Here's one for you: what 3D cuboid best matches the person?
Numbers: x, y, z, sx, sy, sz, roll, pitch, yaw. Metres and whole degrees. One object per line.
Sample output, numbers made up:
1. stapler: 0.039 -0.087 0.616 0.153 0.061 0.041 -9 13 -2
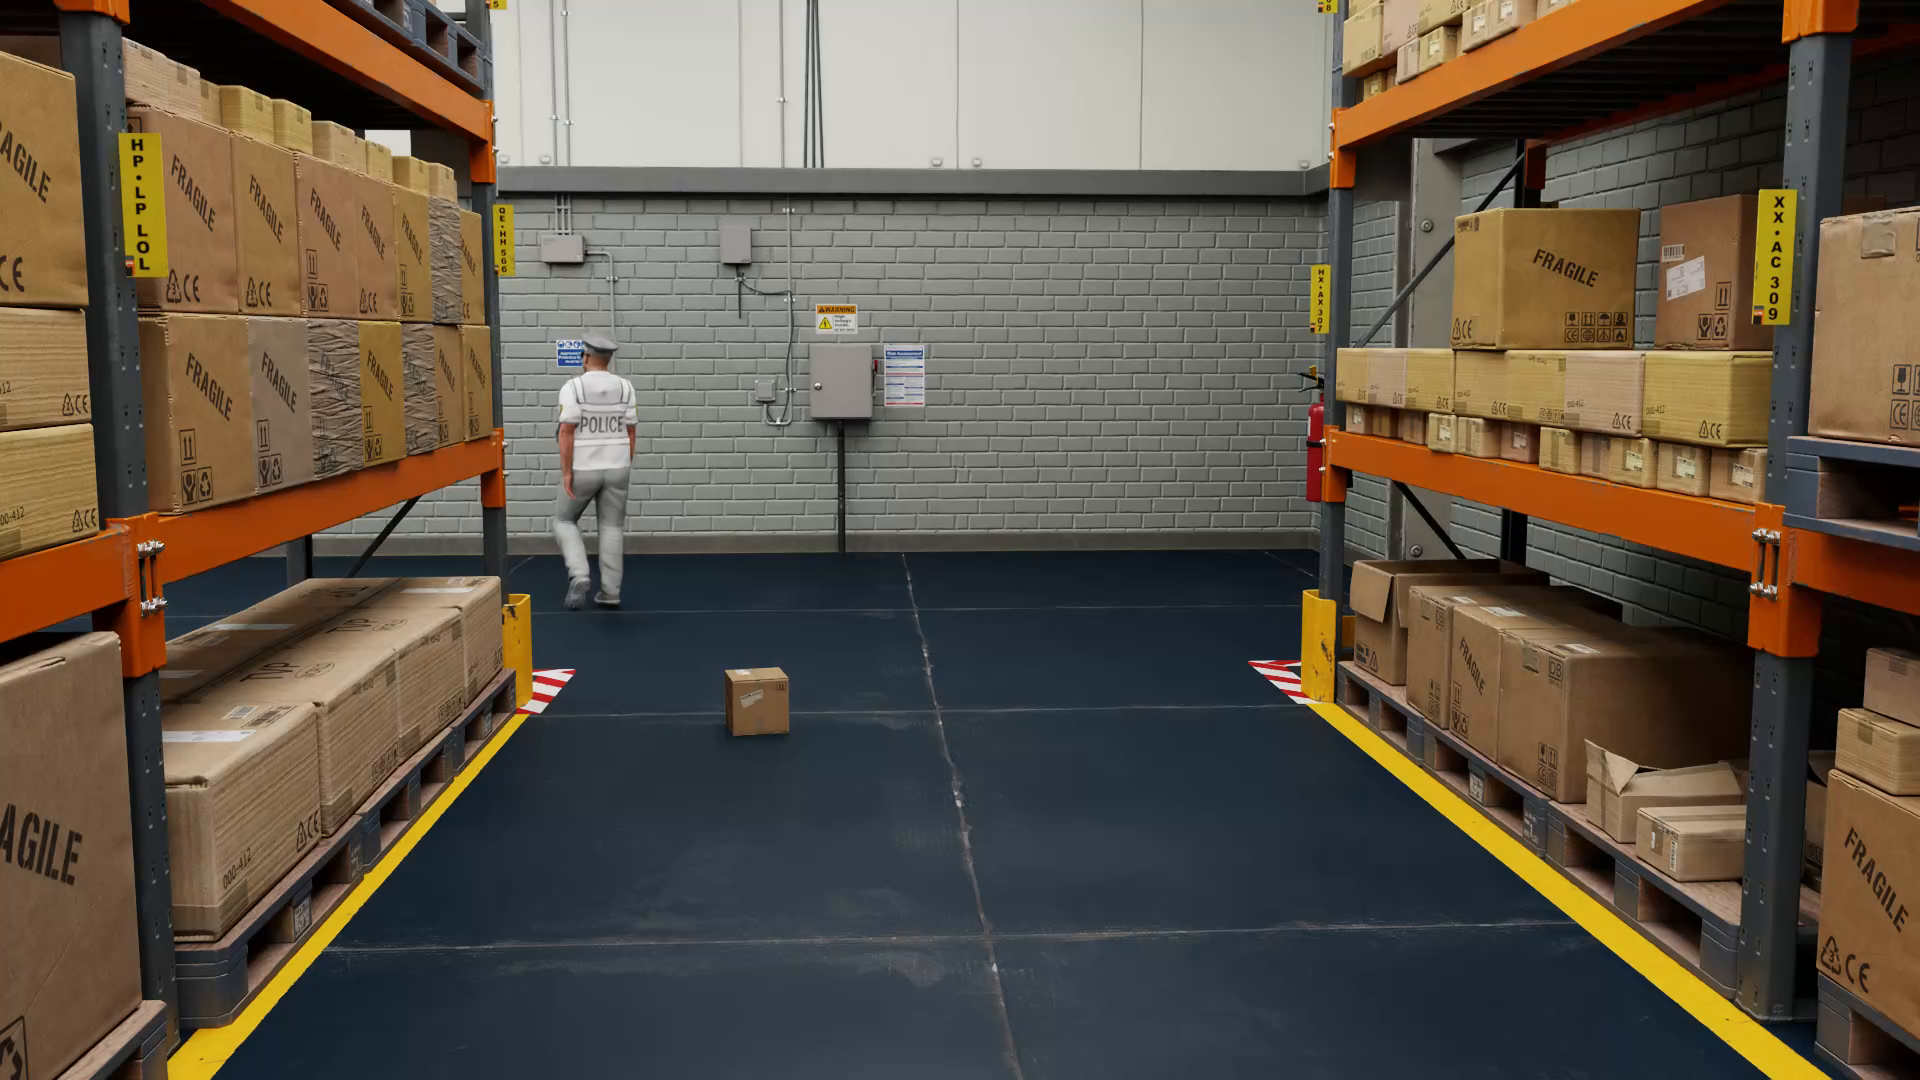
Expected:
1. person: -2.370 -0.443 10.793 0.533 1.809 0.462 -4 8 -28
